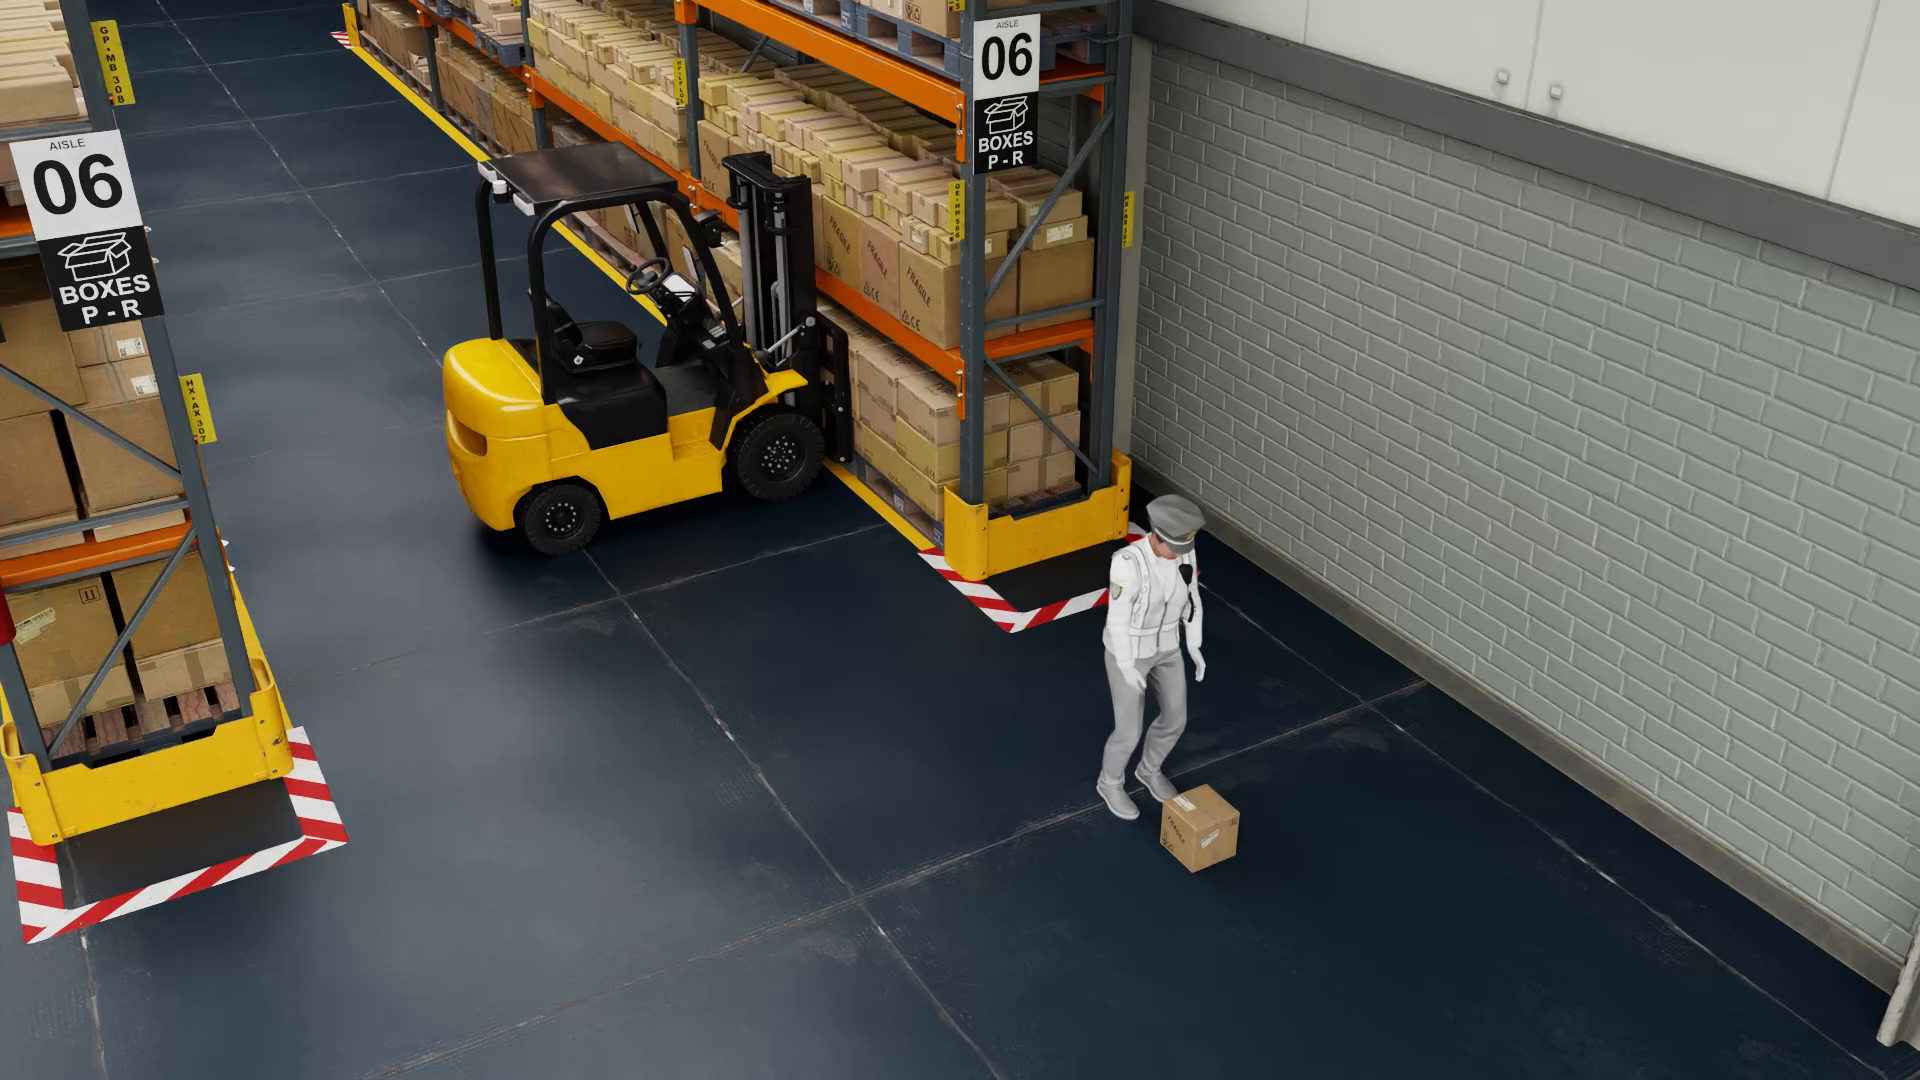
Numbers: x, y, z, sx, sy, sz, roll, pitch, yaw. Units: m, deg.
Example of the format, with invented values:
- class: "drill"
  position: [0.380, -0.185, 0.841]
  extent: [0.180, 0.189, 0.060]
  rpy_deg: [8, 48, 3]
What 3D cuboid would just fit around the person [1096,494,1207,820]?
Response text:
- class: "person"
  position: [0.892, 0.528, 7.652]
  extent: [0.496, 1.635, 0.428]
  rpy_deg: [-15, 33, -25]
